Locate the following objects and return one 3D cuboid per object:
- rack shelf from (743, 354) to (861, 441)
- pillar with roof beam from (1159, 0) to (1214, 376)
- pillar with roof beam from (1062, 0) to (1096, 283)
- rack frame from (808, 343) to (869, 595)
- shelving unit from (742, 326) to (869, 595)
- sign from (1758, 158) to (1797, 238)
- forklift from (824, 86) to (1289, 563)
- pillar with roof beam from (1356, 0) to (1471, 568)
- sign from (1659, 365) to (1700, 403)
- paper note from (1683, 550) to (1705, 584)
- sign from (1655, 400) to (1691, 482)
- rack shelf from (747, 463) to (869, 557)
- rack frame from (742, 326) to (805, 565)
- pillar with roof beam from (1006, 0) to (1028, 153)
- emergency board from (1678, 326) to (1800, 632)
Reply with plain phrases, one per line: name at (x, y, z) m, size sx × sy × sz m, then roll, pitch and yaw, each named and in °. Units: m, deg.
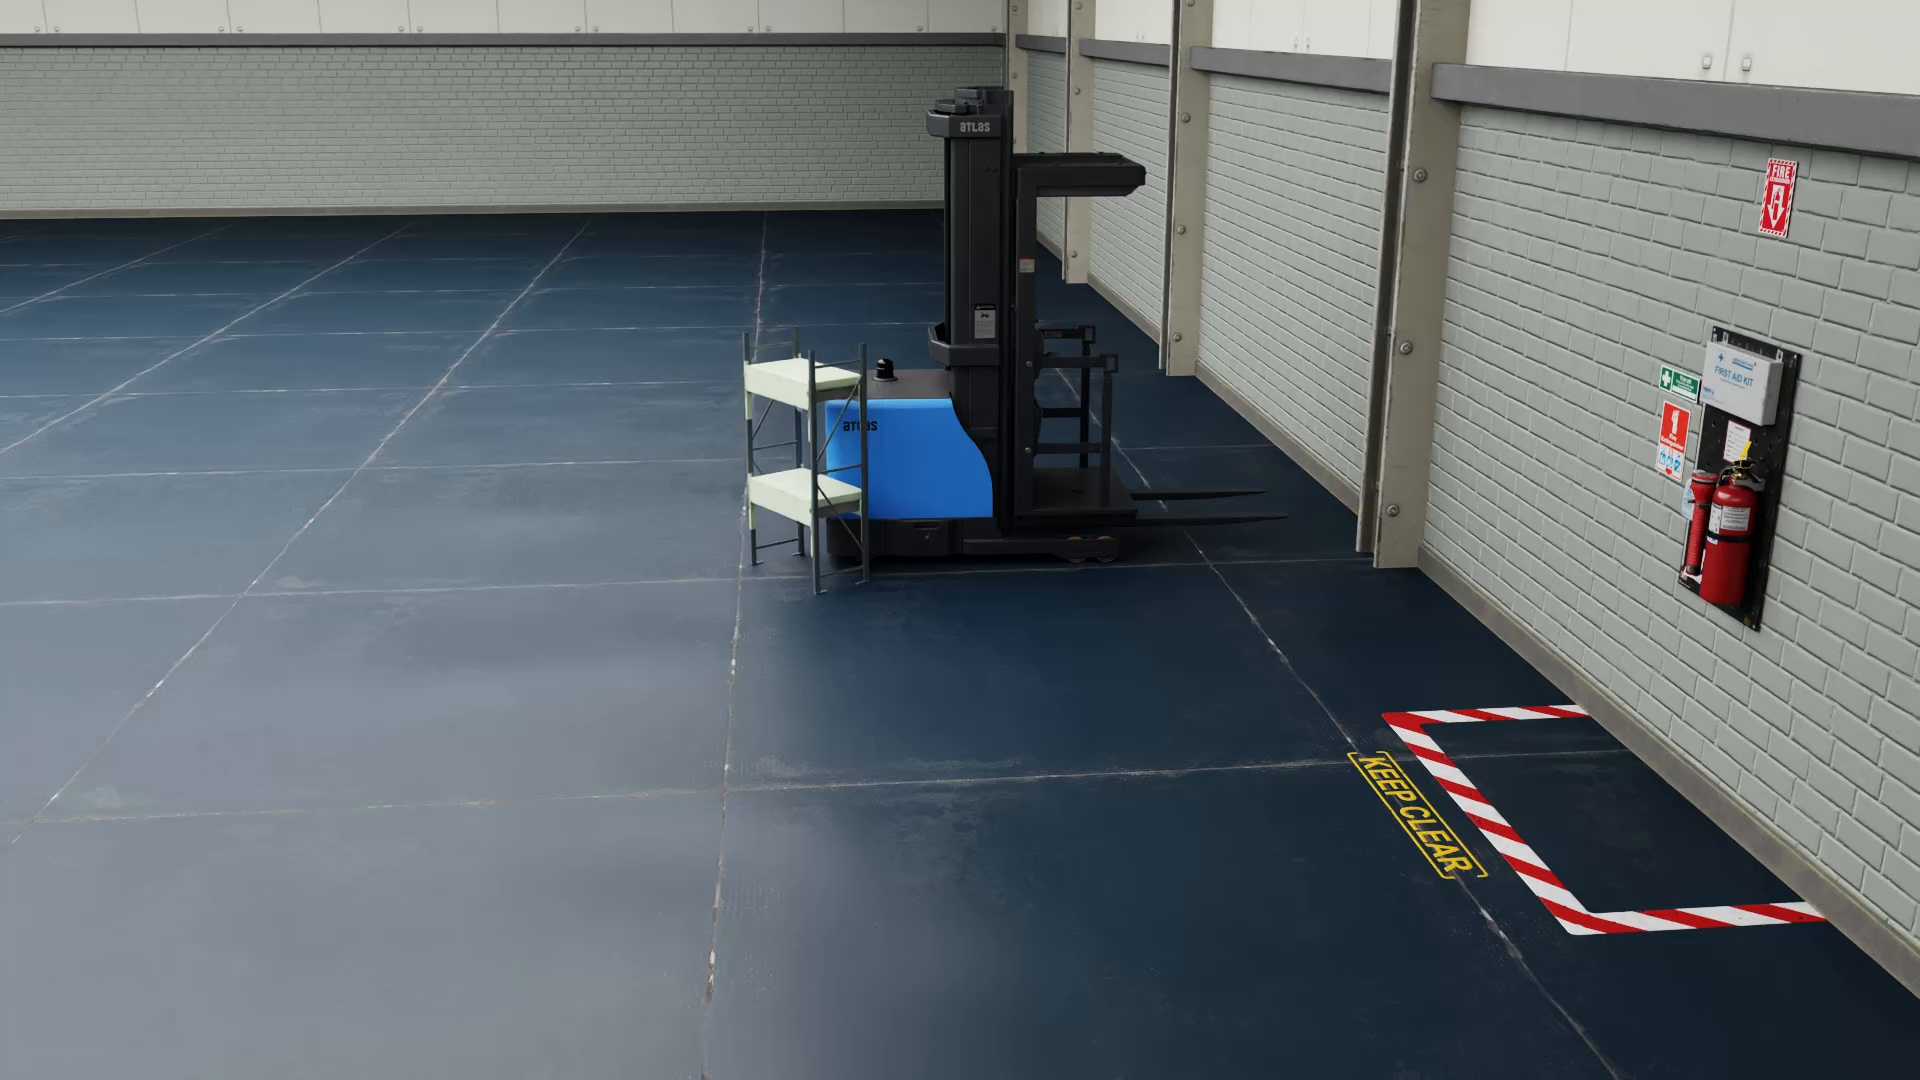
rack shelf at (-0.950, -0.880, 10.170) m, size 0.431 × 0.370 × 0.720 m, roll -13°, pitch 22°, yaw -36°
pillar with roof beam at (-2.116, -5.832, 14.730) m, size 9.100 × 9.000 × 0.400 m, roll -2°, pitch 18°, yaw -6°
pillar with roof beam at (-2.735, -7.620, 20.424) m, size 9.100 × 9.000 × 0.400 m, roll -2°, pitch 18°, yaw -6°
rack frame at (-0.724, -0.422, 10.012) m, size 0.400 × 1.500 × 0.023 m, roll -13°, pitch 22°, yaw -36°
shelving unit at (-0.951, -0.508, 10.286) m, size 0.431 × 1.500 × 0.755 m, roll -13°, pitch 22°, yaw -36°
sign at (3.285, -1.376, 6.683) m, size 0.001 × 0.298 × 0.199 m, roll -2°, pitch 18°, yaw -6°
forklift at (0.628, -1.410, 10.777) m, size 3.031 × 2.935 × 1.130 m, roll -1°, pitch 17°, yaw -4°
pillar with roof beam at (-1.497, -4.044, 9.036) m, size 9.100 × 9.000 × 0.400 m, roll -2°, pitch 18°, yaw -6°
sign at (3.224, -0.701, 7.458) m, size 0.001 × 0.109 × 0.331 m, roll -2°, pitch 18°, yaw -6°
paper note at (3.237, 0.101, 7.320) m, size 0.016 × 0.148 × 0.142 m, roll -2°, pitch 18°, yaw -6°
sign at (3.232, -0.450, 7.543) m, size 0.001 × 0.329 × 0.234 m, roll -2°, pitch 18°, yaw -6°
rack shelf at (-0.953, -0.196, 10.382) m, size 0.431 × 0.370 × 0.720 m, roll -13°, pitch 22°, yaw -36°
rack frame at (-1.178, -0.594, 10.560) m, size 0.400 × 1.500 × 0.023 m, roll -13°, pitch 22°, yaw -36°
pillar with roof beam at (-3.354, -9.407, 26.118) m, size 9.100 × 9.000 × 0.400 m, roll -2°, pitch 18°, yaw -6°
emergency board at (3.187, -0.265, 7.013) m, size 0.194 × 1.169 × 0.643 m, roll -2°, pitch 18°, yaw -6°
